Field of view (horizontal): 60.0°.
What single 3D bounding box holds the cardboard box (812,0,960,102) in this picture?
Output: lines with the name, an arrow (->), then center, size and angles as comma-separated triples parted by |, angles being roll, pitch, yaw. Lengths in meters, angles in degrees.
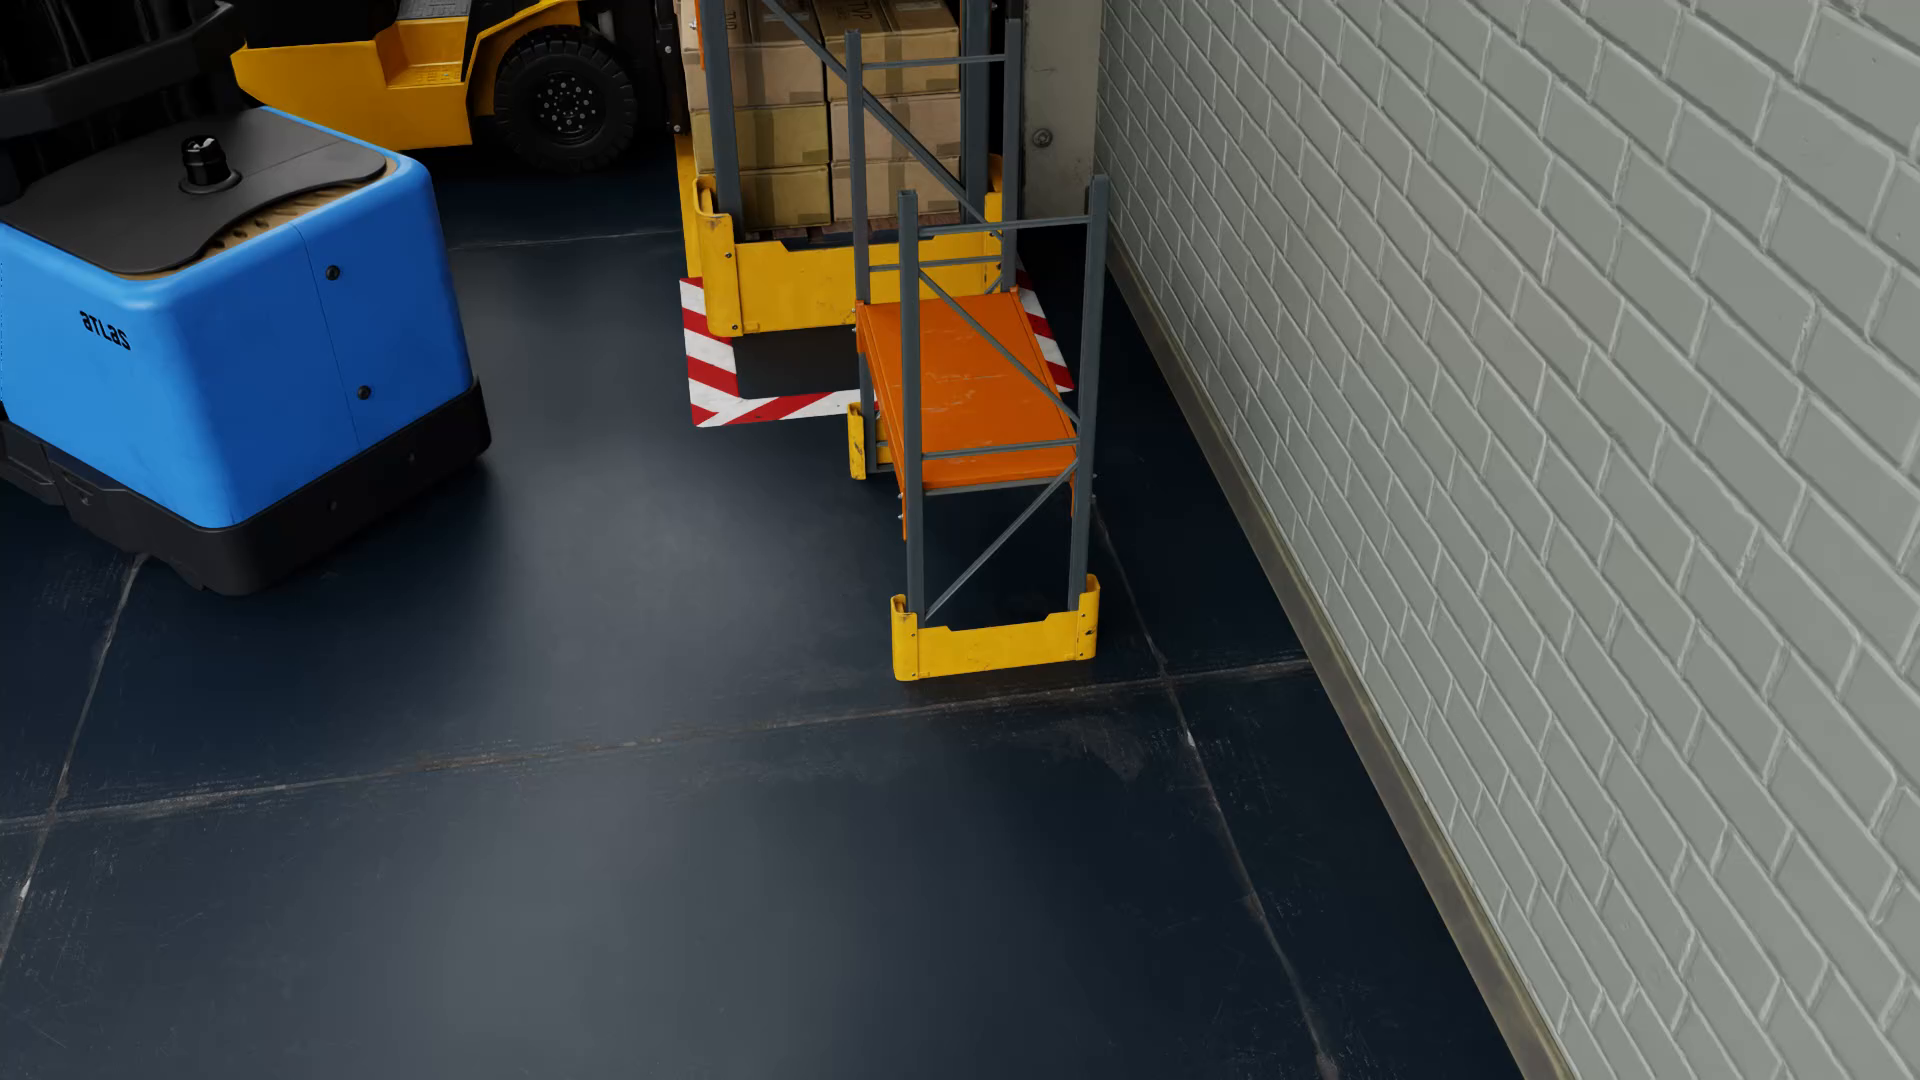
cardboard box -> -0.293, -1.904, 6.340 | 0.500, 0.250, 0.500 | -7, 38, -9

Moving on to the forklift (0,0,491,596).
forklift -> -3.068, -1.702, 5.052 | 3.031, 2.935, 1.130 | 23, 43, 27

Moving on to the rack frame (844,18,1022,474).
rack frame -> -0.074, -0.848, 5.119 | 0.500, 1.500, 0.032 | -6, 38, -8

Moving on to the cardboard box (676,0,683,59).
cardboard box -> -0.878, -2.146, 6.651 | 0.500, 0.250, 0.500 | -6, 38, -7

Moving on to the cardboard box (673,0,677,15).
cardboard box -> -0.977, -2.450, 7.042 | 0.500, 0.250, 0.500 | -6, 38, -7

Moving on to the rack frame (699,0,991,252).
rack frame -> -0.395, -2.119, 5.532 | 1.000, 3.000, 0.127 | -6, 38, -8

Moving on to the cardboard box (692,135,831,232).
cardboard box -> -0.789, -1.449, 6.568 | 0.500, 0.250, 0.500 | -6, 38, -8

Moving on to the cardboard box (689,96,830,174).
cardboard box -> -0.788, -1.657, 6.429 | 0.500, 0.250, 0.500 | -7, 38, -9

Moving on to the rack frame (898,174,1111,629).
rack frame -> 0.104, -0.234, 4.328 | 0.500, 1.500, 0.032 | -6, 38, -8

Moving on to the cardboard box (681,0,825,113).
cardboard box -> -0.783, -1.838, 6.255 | 0.500, 0.250, 0.500 | -5, 38, -6

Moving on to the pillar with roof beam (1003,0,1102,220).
pillar with roof beam -> -3.868, -4.542, 3.762 | 9.100, 9.000, 0.400 | -6, 38, -8

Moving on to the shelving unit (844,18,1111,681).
shelving unit -> 0.013, -0.546, 4.731 | 0.587, 1.500, 1.083 | -6, 38, -8

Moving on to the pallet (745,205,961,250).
pallet -> -0.571, -1.475, 6.976 | 1.003, 0.211, 1.213 | -6, 38, -8

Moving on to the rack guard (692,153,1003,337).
rack guard -> -0.391, -1.117, 6.280 | 1.175, 0.500, 0.348 | -6, 38, -8

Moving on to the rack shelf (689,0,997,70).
rack shelf -> -0.746, -3.043, 7.308 | 1.077, 0.370, 4.000 | -6, 38, -8

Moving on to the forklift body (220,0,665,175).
forklift body -> -2.524, -2.733, 7.014 | 2.313, 2.155, 1.214 | -6, 38, -8

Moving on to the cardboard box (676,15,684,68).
cardboard box -> -0.977, -2.270, 7.219 | 0.500, 0.250, 0.500 | -7, 38, -9

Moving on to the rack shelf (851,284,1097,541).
rack shelf -> 0.015, -0.399, 4.834 | 0.538, 0.185, 1.000 | -6, 38, -8

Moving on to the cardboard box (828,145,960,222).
cardboard box -> -0.289, -1.516, 6.656 | 0.500, 0.250, 0.500 | -6, 38, -8

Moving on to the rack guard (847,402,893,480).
rack guard -> -0.074, -0.353, 5.501 | 0.587, 0.250, 0.087 | -6, 38, -8

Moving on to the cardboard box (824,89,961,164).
cardboard box -> -0.273, -1.702, 6.488 | 0.500, 0.250, 0.500 | -6, 38, -7

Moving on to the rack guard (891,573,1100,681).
rack guard -> 0.101, 0.248, 4.727 | 0.587, 0.250, 0.087 | -6, 38, -8
